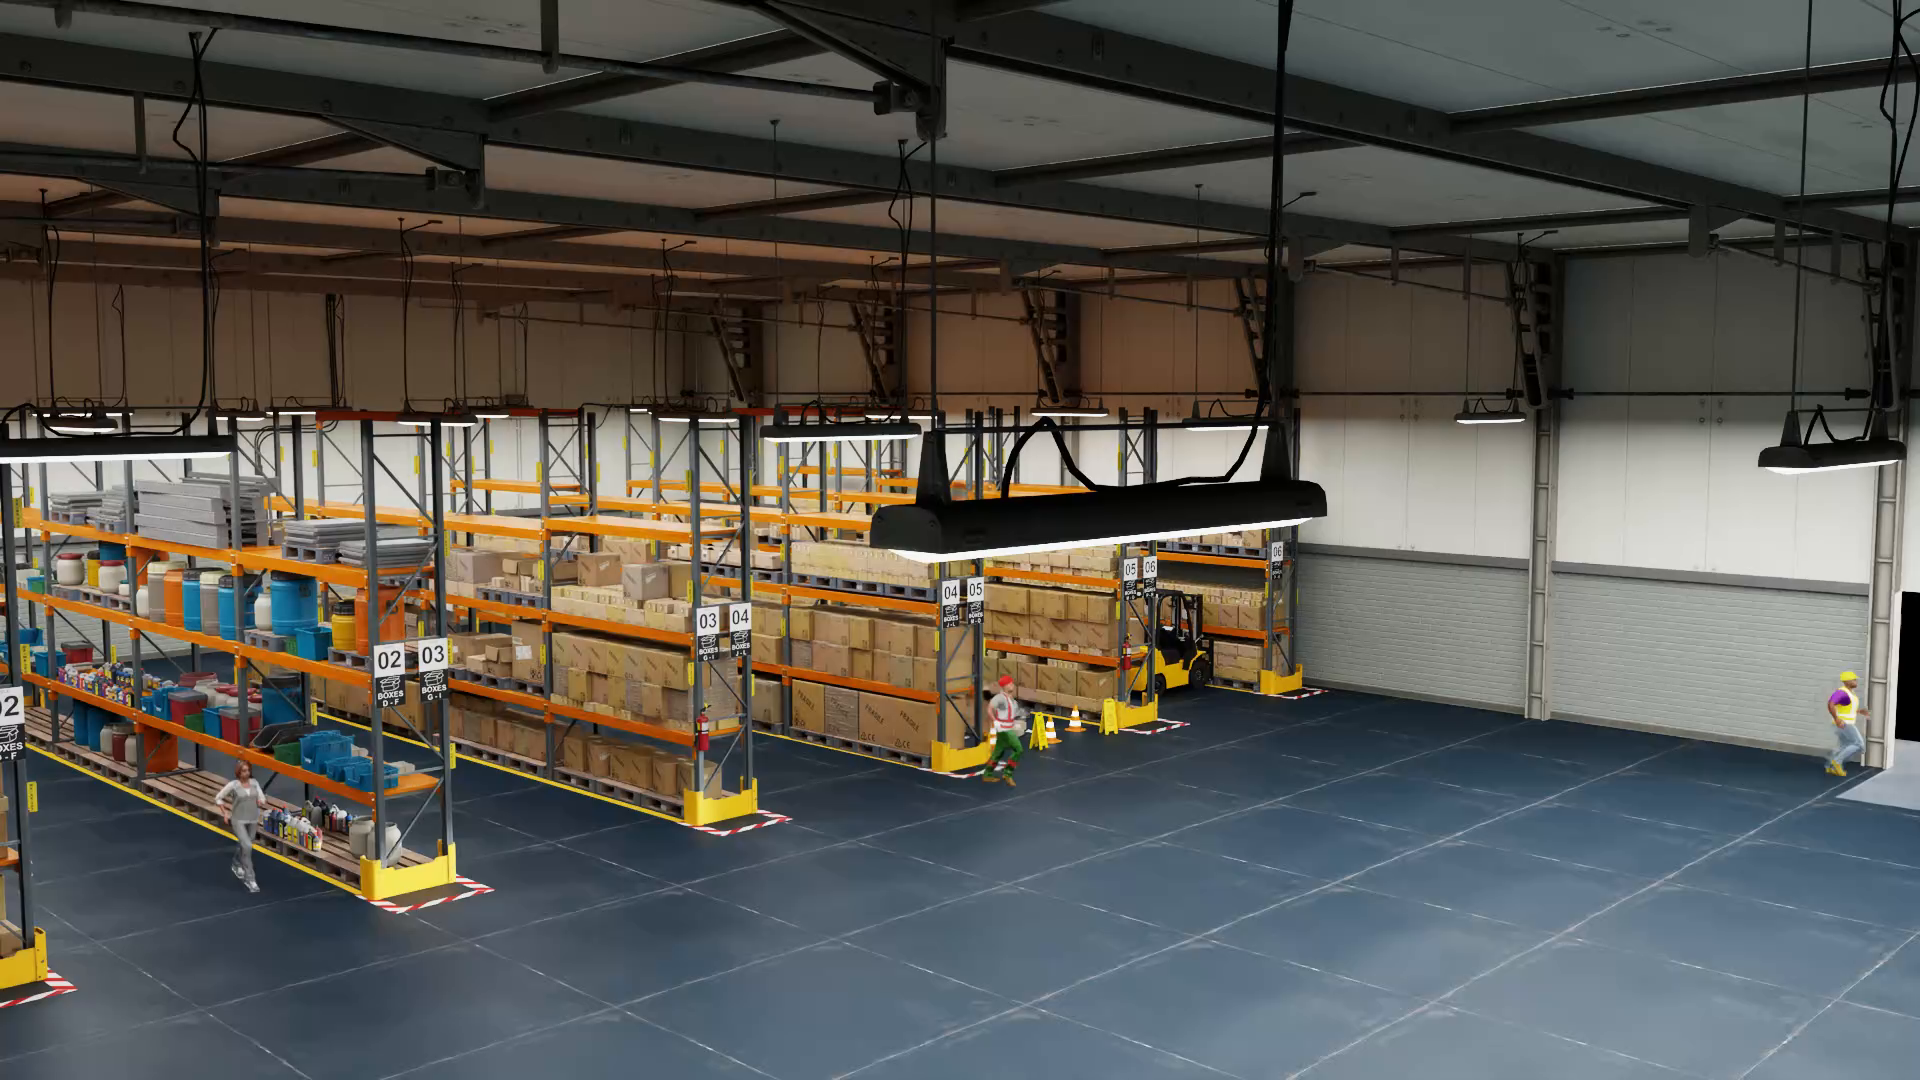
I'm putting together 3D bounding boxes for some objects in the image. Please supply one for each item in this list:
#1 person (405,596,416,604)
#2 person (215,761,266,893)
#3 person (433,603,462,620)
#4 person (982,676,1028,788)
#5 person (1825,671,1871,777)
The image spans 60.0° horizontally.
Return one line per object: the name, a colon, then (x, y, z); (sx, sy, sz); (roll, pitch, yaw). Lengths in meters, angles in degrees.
person: (-12.882, 2.114, 38.552); (0.705, 1.616, 0.543); (1, 5, 9)
person: (-9.161, 3.635, 21.266); (0.784, 1.630, 0.517); (4, 6, 36)
person: (-12.312, 1.904, 40.121); (0.833, 1.817, 0.703); (-5, 7, -44)
person: (0.721, 3.075, 26.728); (0.742, 1.800, 0.643); (1, 5, 10)
person: (14.664, 3.029, 27.442); (0.633, 1.738, 0.700); (3, 6, 30)
